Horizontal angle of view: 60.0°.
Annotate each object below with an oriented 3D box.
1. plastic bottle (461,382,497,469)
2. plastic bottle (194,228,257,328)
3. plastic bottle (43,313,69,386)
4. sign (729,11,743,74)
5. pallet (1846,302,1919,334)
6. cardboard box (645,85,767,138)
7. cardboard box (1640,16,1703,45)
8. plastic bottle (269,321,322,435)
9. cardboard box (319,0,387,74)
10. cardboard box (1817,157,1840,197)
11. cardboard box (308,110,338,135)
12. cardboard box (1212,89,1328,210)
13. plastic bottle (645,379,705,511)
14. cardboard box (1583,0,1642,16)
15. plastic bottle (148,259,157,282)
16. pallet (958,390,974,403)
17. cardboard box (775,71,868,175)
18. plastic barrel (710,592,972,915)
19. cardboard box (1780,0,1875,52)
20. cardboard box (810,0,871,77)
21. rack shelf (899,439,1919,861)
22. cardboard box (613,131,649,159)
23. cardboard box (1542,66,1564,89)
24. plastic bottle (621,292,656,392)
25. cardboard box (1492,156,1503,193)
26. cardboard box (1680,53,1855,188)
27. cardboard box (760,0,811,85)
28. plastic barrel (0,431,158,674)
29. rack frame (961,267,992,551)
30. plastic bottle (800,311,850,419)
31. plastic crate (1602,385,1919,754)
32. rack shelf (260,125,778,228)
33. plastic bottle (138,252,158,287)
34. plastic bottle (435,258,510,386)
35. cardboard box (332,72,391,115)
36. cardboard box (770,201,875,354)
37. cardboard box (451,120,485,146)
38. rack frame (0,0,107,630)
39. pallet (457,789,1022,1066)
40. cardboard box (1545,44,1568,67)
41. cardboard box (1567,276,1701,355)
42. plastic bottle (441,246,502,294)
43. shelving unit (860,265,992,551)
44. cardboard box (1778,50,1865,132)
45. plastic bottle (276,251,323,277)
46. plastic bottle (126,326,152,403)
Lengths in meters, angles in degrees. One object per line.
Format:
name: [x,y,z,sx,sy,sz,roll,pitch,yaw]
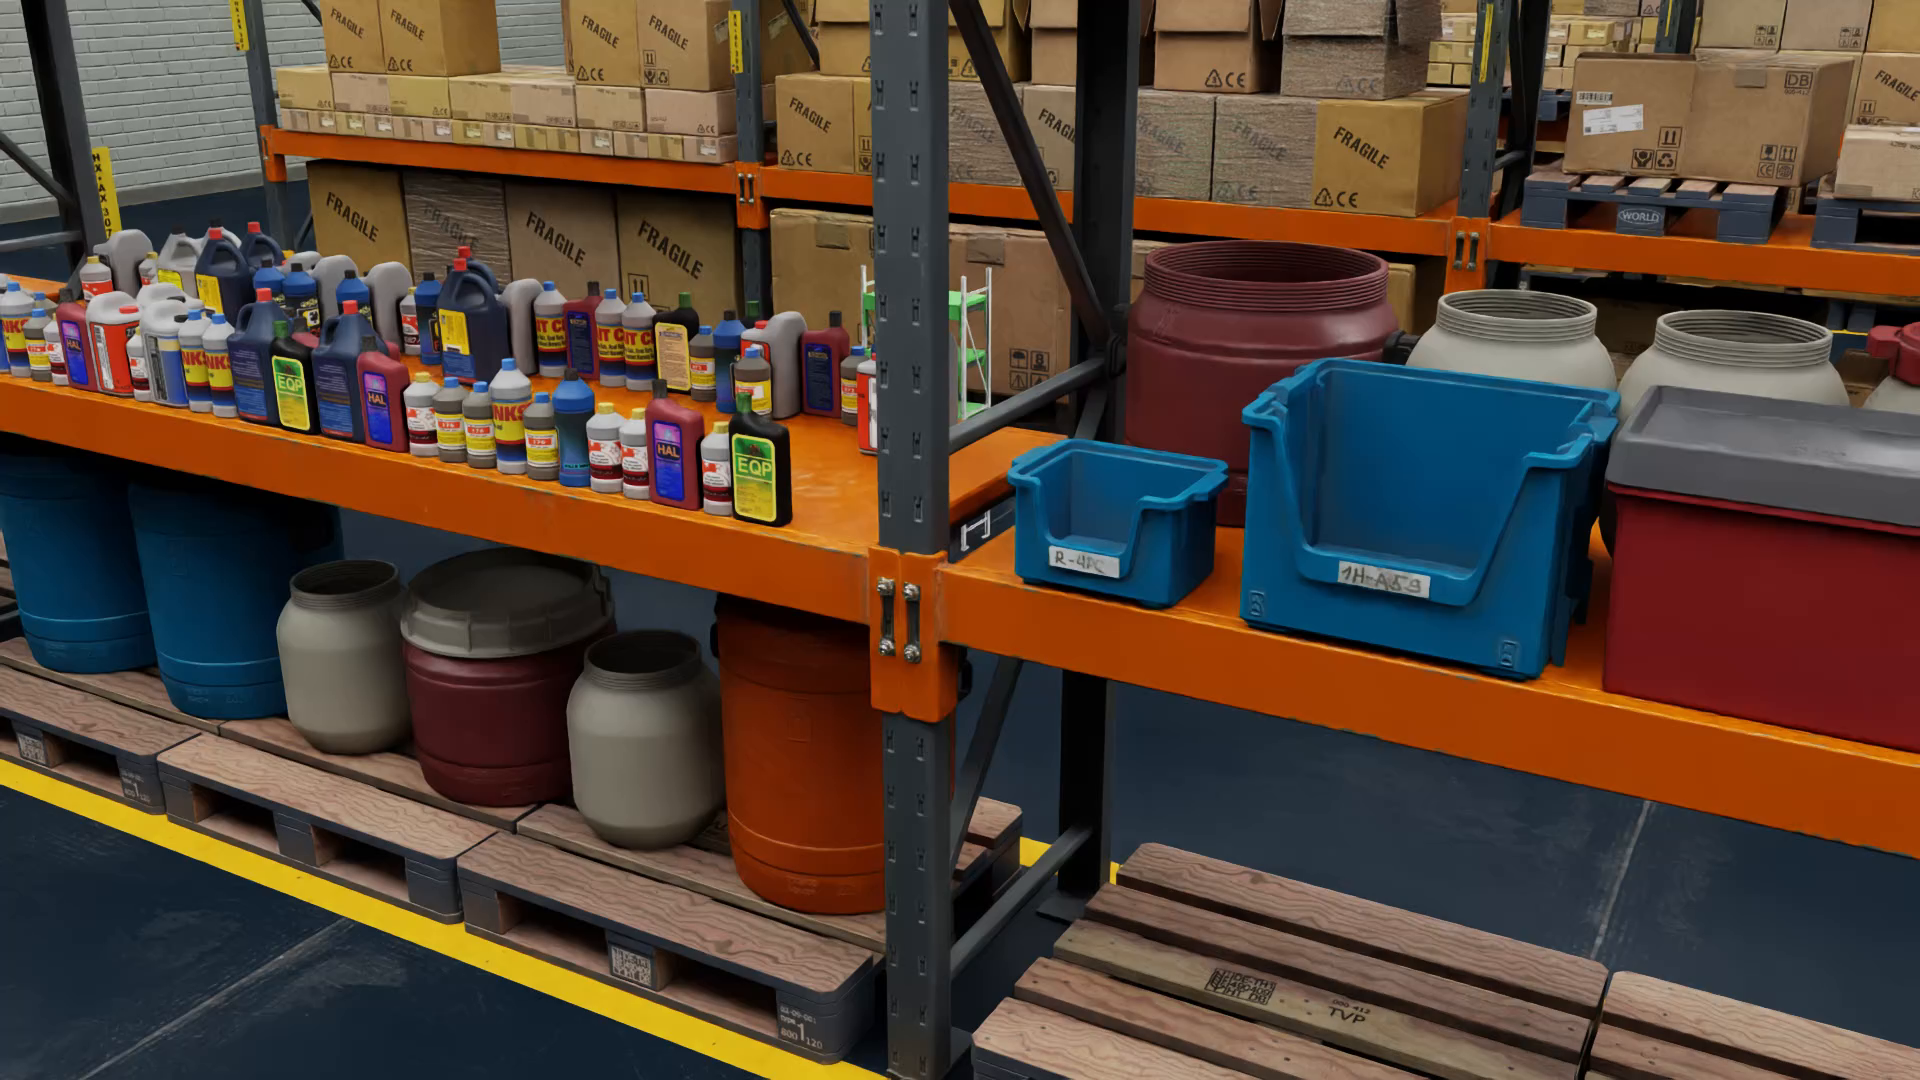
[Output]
plastic bottle: [-1.154,-0.282,4.036,0.097,0.201,0.097,0,20,0]
plastic bottle: [-2.313,-0.804,5.256,0.185,0.351,0.144,11,23,27]
plastic bottle: [-2.571,-0.552,4.780,0.097,0.201,0.097,0,20,0]
sign: [-1.220,-2.710,9.051,0.005,0.325,0.100,11,23,27]
pallet: [6.761,-1.558,11.351,1.213,0.211,1.003,11,23,27]
cardboard box: [-1.465,-2.496,9.630,0.500,0.250,0.500,10,22,26]
cardboard box: [6.827,-4.886,15.922,0.500,0.250,0.500,11,23,27]
plastic bottle: [-1.711,-0.420,4.295,0.133,0.283,0.061,11,23,27]
cardboard box: [-3.719,-3.275,10.678,0.500,0.500,0.500,10,22,26]
cardboard box: [8.510,-3.461,15.745,0.625,0.372,0.950,10,22,26]
cardboard box: [-4.070,-2.779,10.995,0.250,0.149,0.380,10,22,27]
cardboard box: [1.557,-1.906,8.074,0.500,0.500,0.500,11,22,27]
plastic bottle: [-0.637,-0.215,3.731,0.133,0.283,0.061,11,23,27]
cardboard box: [6.343,-5.324,16.031,0.500,0.500,0.500,11,23,28]
plastic bottle: [-2.663,-0.843,5.580,0.097,0.201,0.097,0,20,0]
pallet: [-0.241,-1.014,9.852,1.213,0.211,1.003,11,23,27]
cardboard box: [-0.671,-2.327,9.235,0.500,0.500,0.500,11,23,27]
plastic barrel: [-0.310,0.455,4.279,0.708,0.830,0.600,11,23,27]
cardboard box: [5.877,-3.581,11.227,0.500,0.500,0.700,10,22,27]
cardboard box: [-0.389,-2.846,9.194,0.637,0.503,0.797,10,22,26]
rack shelf: [1.872,0.379,2.976,4.000,0.370,1.077,11,23,27]
cardboard box: [-1.826,-2.352,9.818,0.250,0.149,0.380,10,22,26]
cardboard box: [4.177,-3.292,11.794,0.250,0.149,0.380,11,23,27]
plastic bottle: [-0.904,-0.564,4.710,0.097,0.271,0.097,0,20,0]
cardboard box: [3.877,-2.717,12.407,0.500,0.250,0.500,11,23,28]
cardboard box: [3.568,-1.869,7.357,0.500,0.500,0.700,15,25,35]
cardboard box: [-1.245,-3.009,9.945,0.500,0.500,0.500,11,23,27]
plastic barrel: [-2.900,-0.072,5.626,0.708,0.901,0.600,11,23,27]
rack frame: [0.069,-0.551,7.125,0.015,1.200,0.240,11,23,27]
plastic bottle: [-0.359,-0.473,4.441,0.133,0.283,0.061,11,23,27]
plastic crate: [1.387,0.038,2.767,0.583,0.464,0.402,11,23,27]
rack shelf: [-2.697,-2.426,10.708,4.000,0.370,1.077,11,23,27]
plastic bottle: [-2.750,-0.883,5.691,0.097,0.201,0.097,0,20,0]
plastic bottle: [-1.400,-0.627,4.768,0.185,0.351,0.144,11,23,27]
cardboard box: [-3.699,-2.921,10.803,0.500,0.250,0.500,10,22,27]
cardboard box: [-0.383,-1.529,9.682,0.875,0.875,1.225,11,23,27]
cardboard box: [-2.951,-2.566,10.407,0.250,0.149,0.380,10,22,26]
rack frame: [-3.367,-0.957,5.604,0.127,3.000,1.000,11,23,27]
pallet: [-0.583,0.901,4.573,1.213,0.211,1.003,11,23,27]
cardboard box: [4.161,-3.435,11.753,0.250,0.149,0.380,12,23,29]
cardboard box: [3.141,-1.048,7.775,0.500,0.250,0.500,12,23,29]
plastic bottle: [-1.443,-0.695,4.954,0.185,0.351,0.144,11,23,27]
shelving unit: [-0.145,-0.592,7.236,0.503,1.200,0.258,11,23,27]
cardboard box: [5.754,-3.034,11.184,0.500,0.500,0.500,11,22,27]
plastic bottle: [-2.106,-0.784,5.311,0.135,0.276,0.152,11,23,27]
plastic bottle: [-2.252,-0.491,4.612,0.097,0.201,0.097,0,20,0]
